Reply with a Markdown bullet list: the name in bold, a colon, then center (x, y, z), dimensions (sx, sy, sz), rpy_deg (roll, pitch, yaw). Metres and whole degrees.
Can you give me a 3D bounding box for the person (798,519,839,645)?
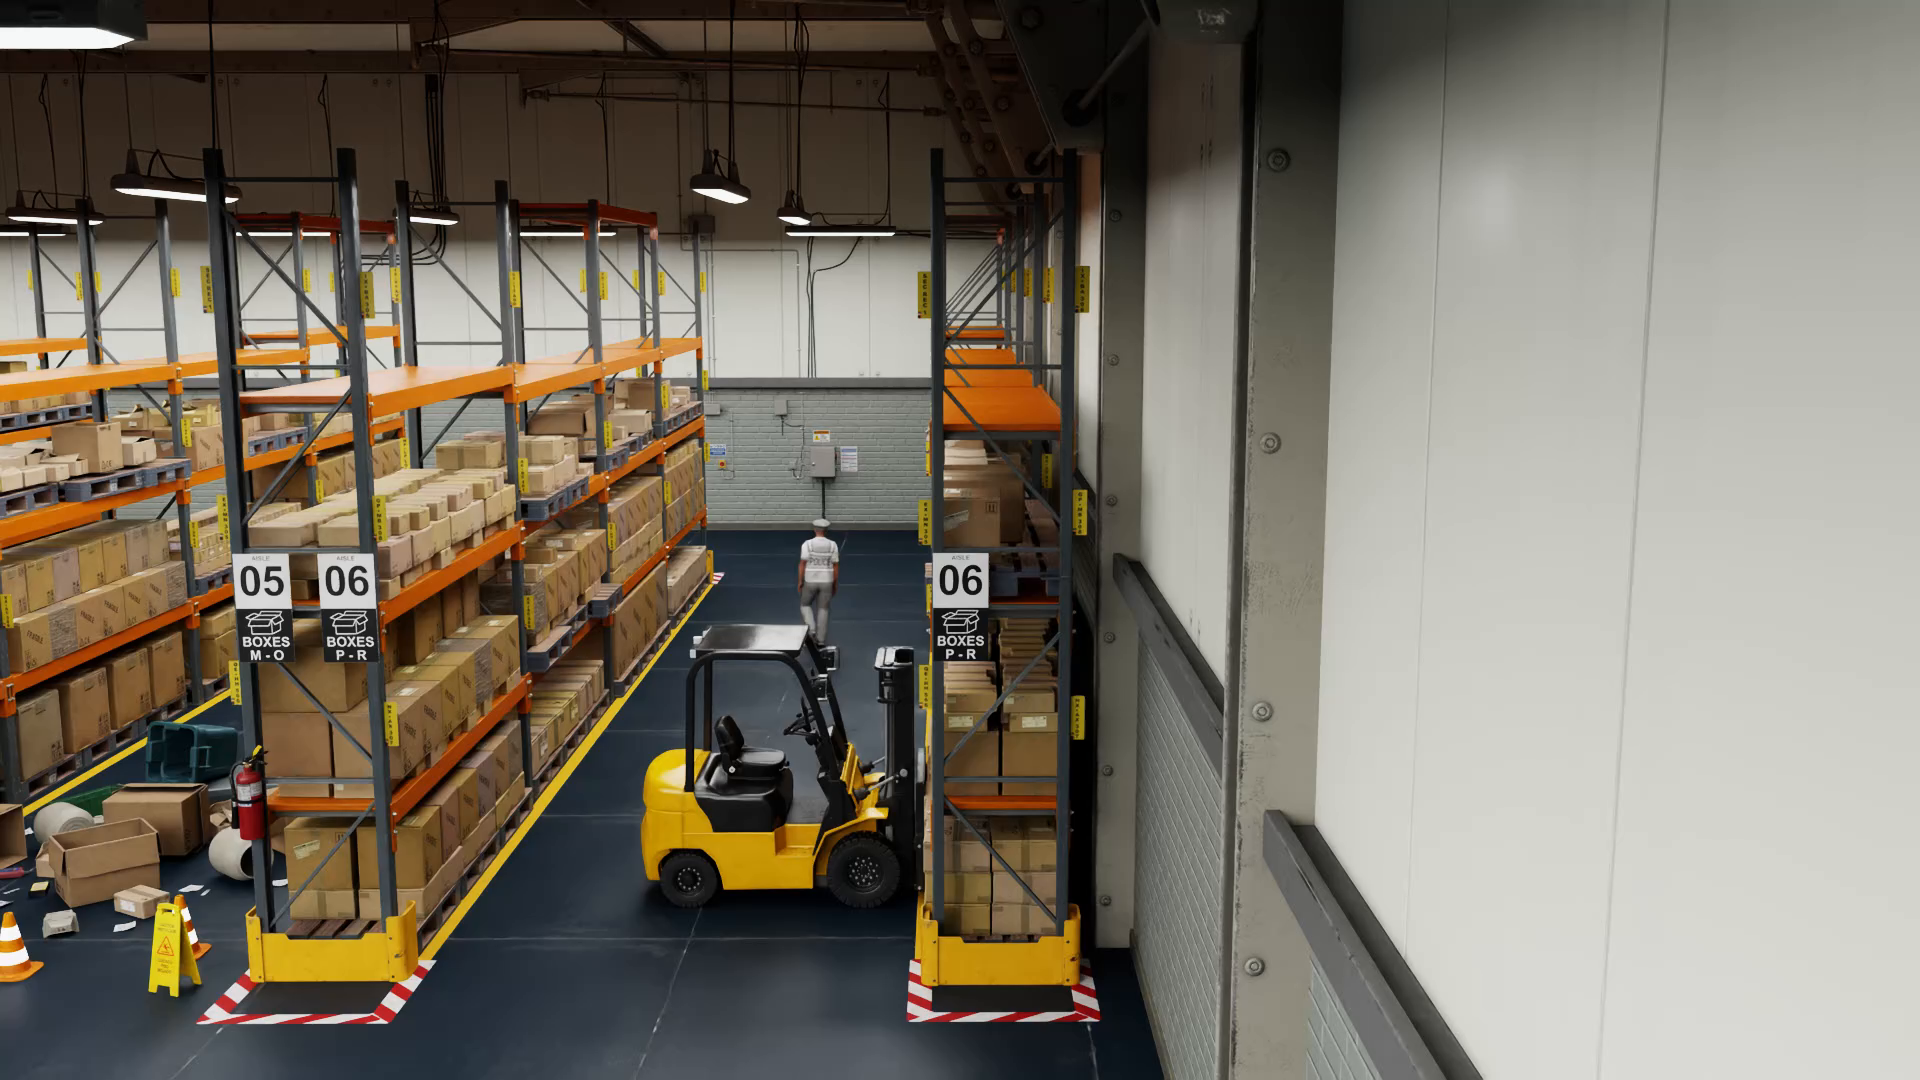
- **person**: center (-1.969, 0.599, 23.162), dimensions (0.580, 1.755, 0.476), rpy_deg (-2, 9, -9)
